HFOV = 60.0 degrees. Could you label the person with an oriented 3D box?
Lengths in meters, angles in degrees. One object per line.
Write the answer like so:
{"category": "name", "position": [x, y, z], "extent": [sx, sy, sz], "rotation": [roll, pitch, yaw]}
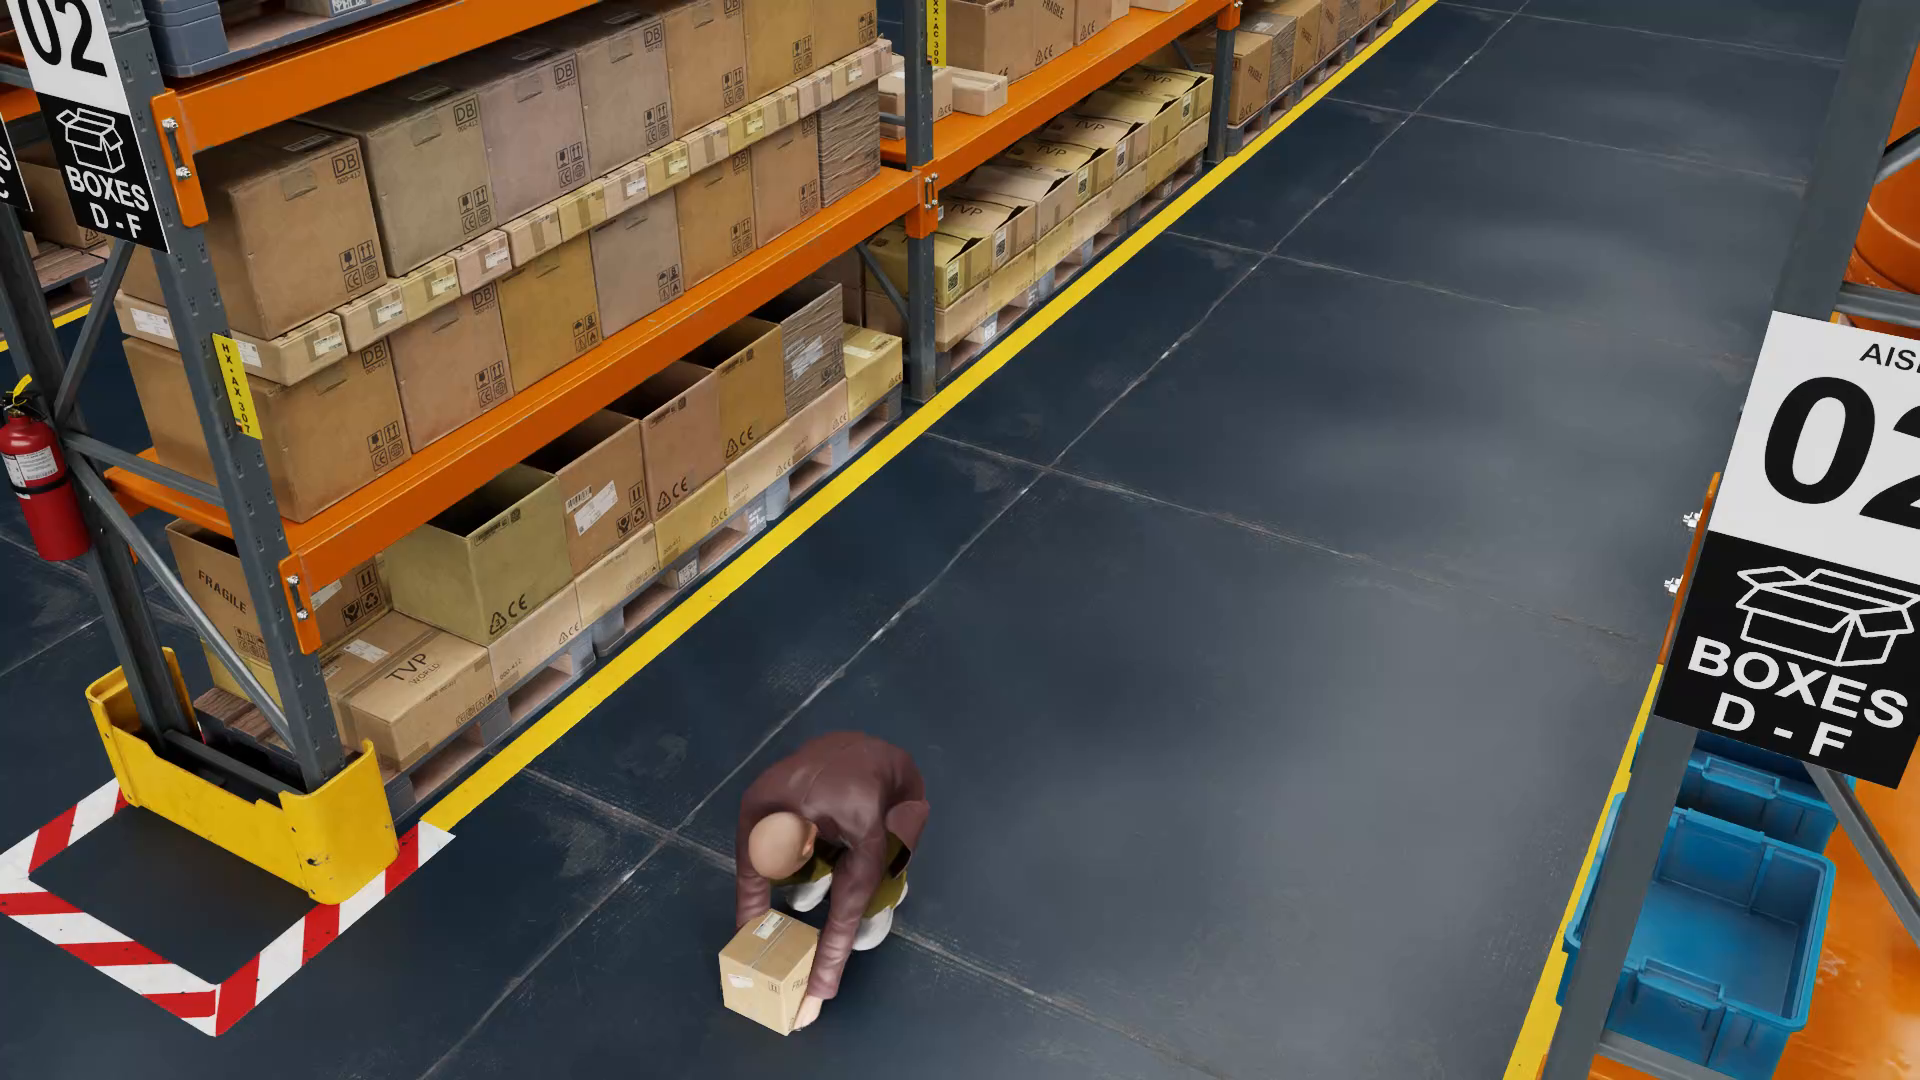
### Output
{"category": "person", "position": [-0.441, 1.037, 5.550], "extent": [0.584, 0.884, 0.910], "rotation": [17, 37, 24]}
